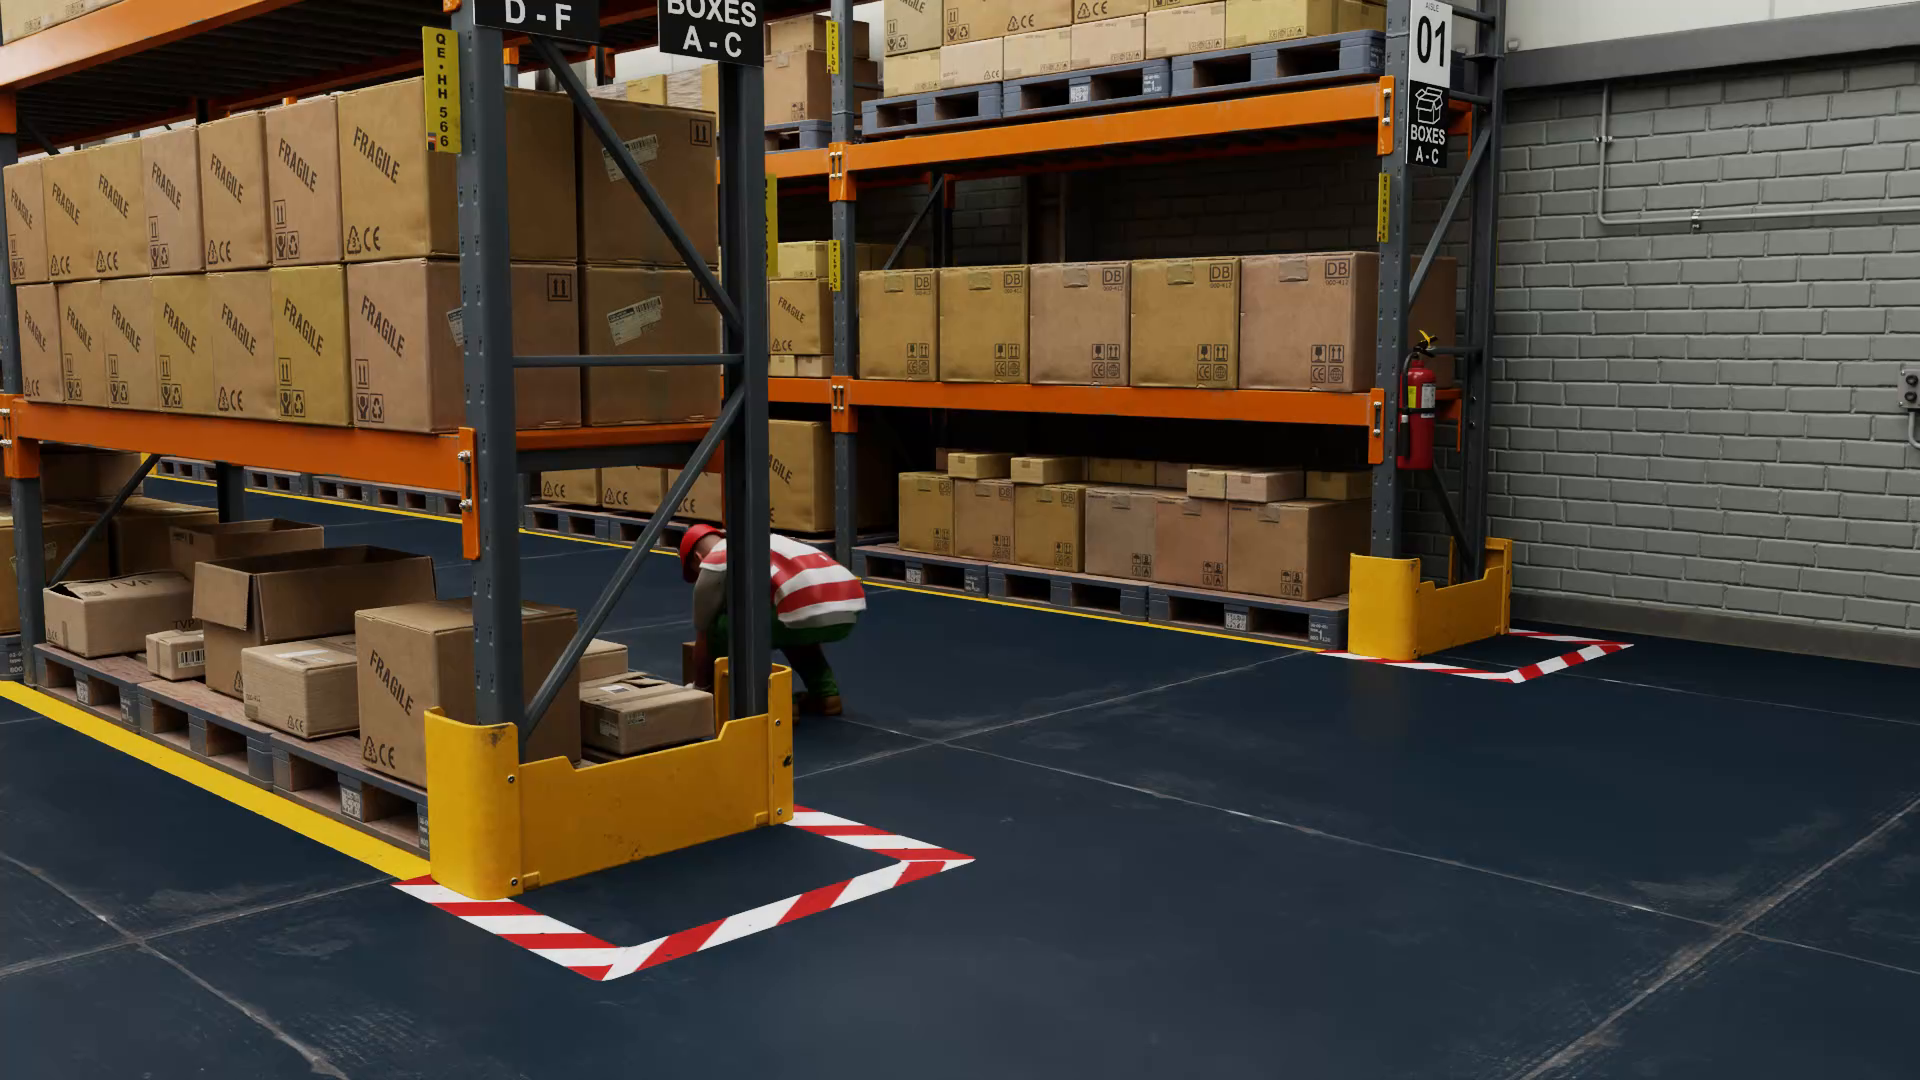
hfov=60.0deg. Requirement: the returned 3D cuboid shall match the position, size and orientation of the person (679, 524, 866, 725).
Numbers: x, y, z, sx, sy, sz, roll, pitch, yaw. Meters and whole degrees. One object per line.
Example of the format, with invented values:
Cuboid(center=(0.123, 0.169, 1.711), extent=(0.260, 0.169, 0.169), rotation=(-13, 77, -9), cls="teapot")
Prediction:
Cuboid(center=(-0.827, 0.369, 7.053), extent=(0.941, 0.830, 0.536), rotation=(6, 9, 42), cls="person")
